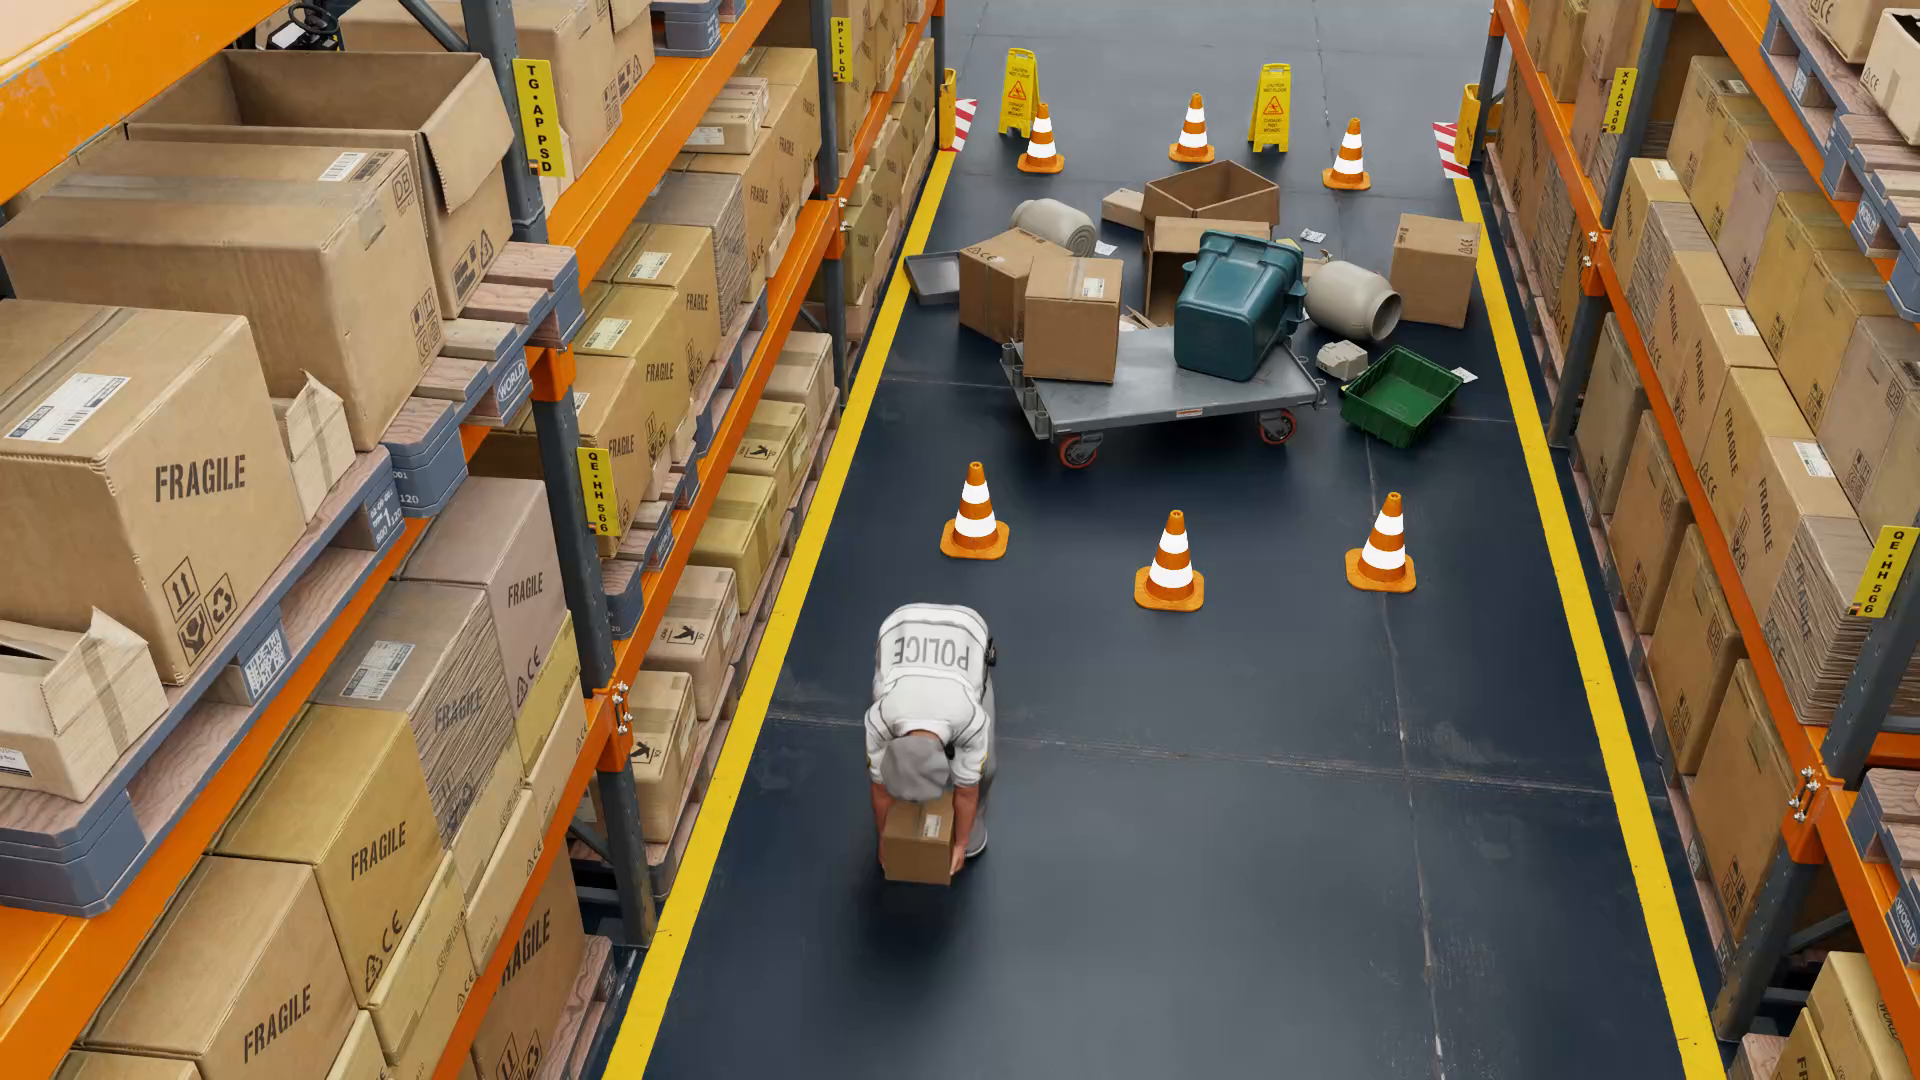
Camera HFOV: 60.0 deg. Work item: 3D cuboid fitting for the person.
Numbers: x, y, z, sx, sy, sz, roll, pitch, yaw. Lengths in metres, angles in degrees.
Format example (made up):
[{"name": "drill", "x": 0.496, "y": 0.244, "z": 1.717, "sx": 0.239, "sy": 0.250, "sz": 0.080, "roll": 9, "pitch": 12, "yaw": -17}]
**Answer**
[{"name": "person", "x": -0.120, "y": 0.878, "z": 6.379, "sx": 0.504, "sy": 1.102, "sz": 1.046, "roll": 3, "pitch": 36, "yaw": 4}]
